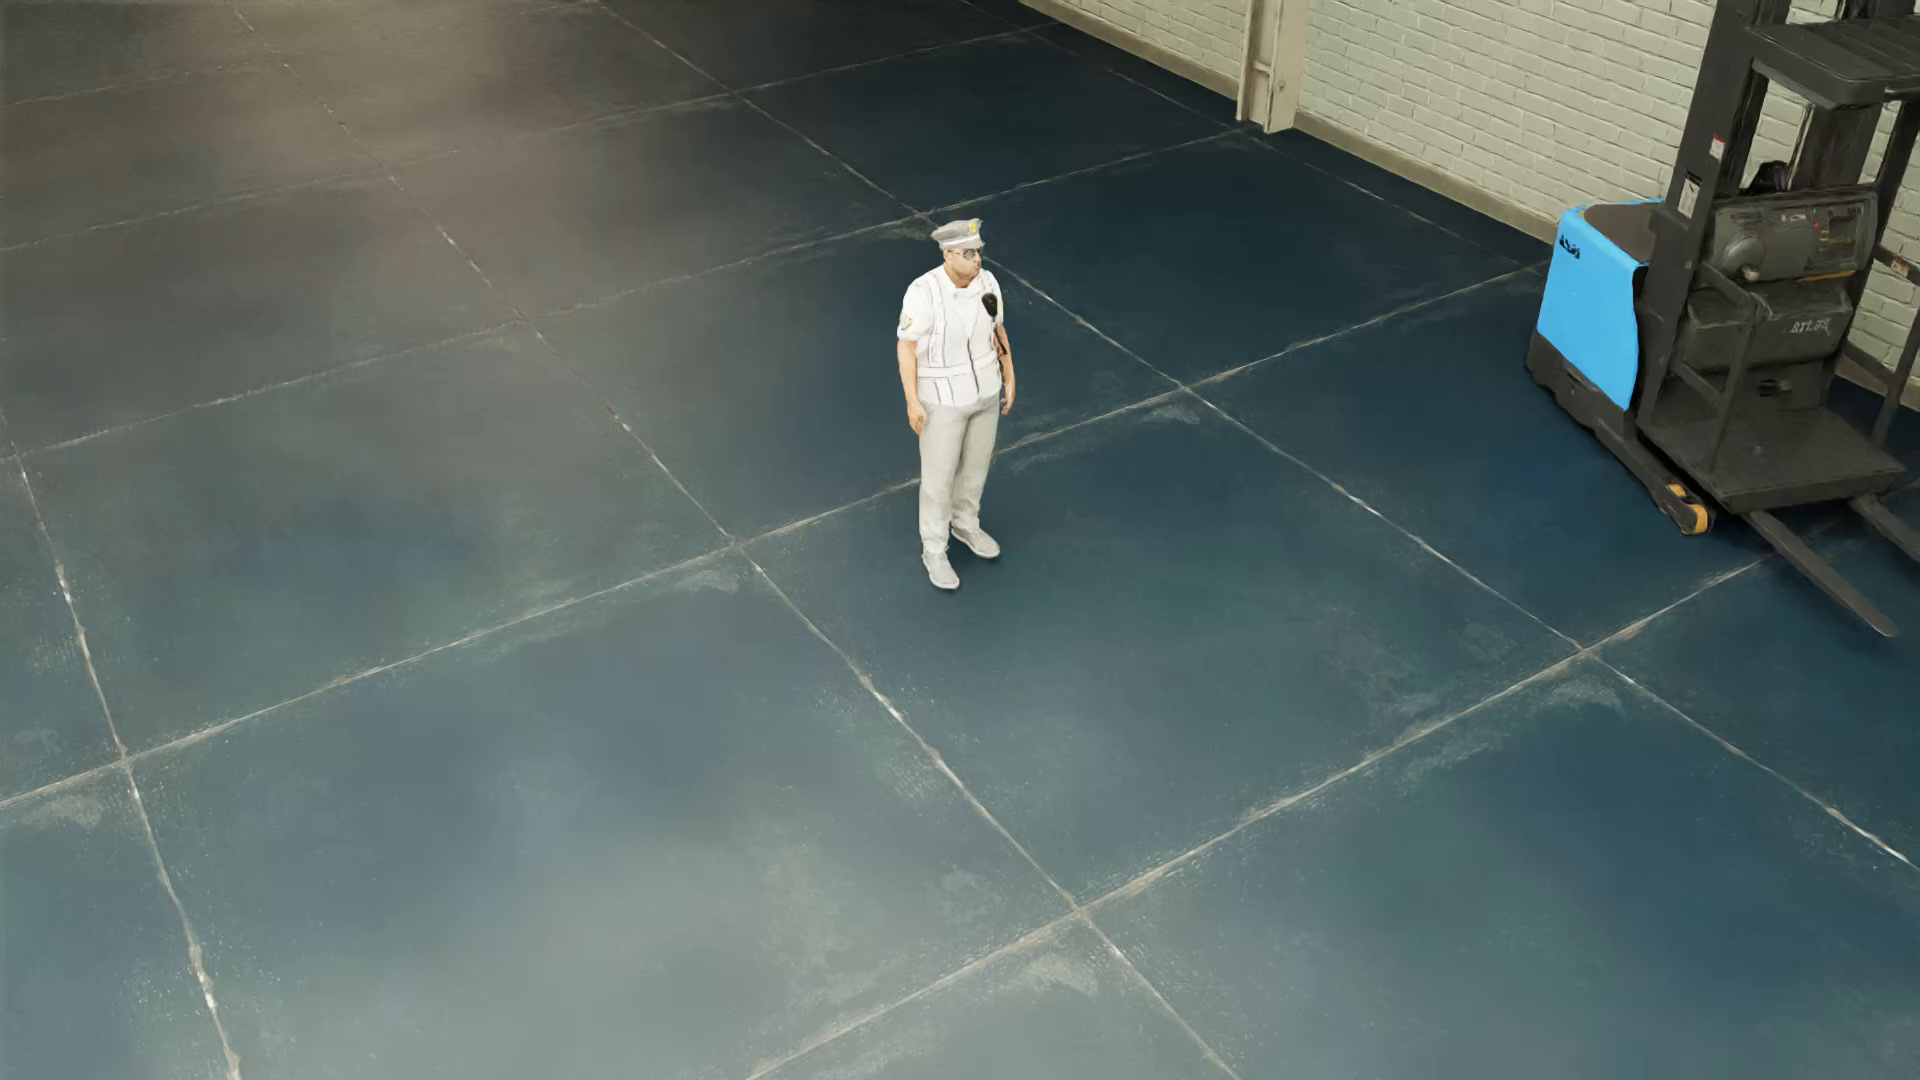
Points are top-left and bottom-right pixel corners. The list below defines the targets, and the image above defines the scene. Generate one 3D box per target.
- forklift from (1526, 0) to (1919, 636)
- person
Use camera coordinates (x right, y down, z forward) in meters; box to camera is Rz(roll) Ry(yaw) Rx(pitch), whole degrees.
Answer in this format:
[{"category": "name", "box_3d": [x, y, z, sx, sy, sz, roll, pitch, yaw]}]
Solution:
[{"category": "forklift", "box_3d": [4.265, -1.466, 8.234, 1.130, 2.935, 3.031, -8, 36, -11]}, {"category": "person", "box_3d": [0.032, -0.694, 8.122, 0.640, 1.781, 0.574, -21, 40, -27]}]
